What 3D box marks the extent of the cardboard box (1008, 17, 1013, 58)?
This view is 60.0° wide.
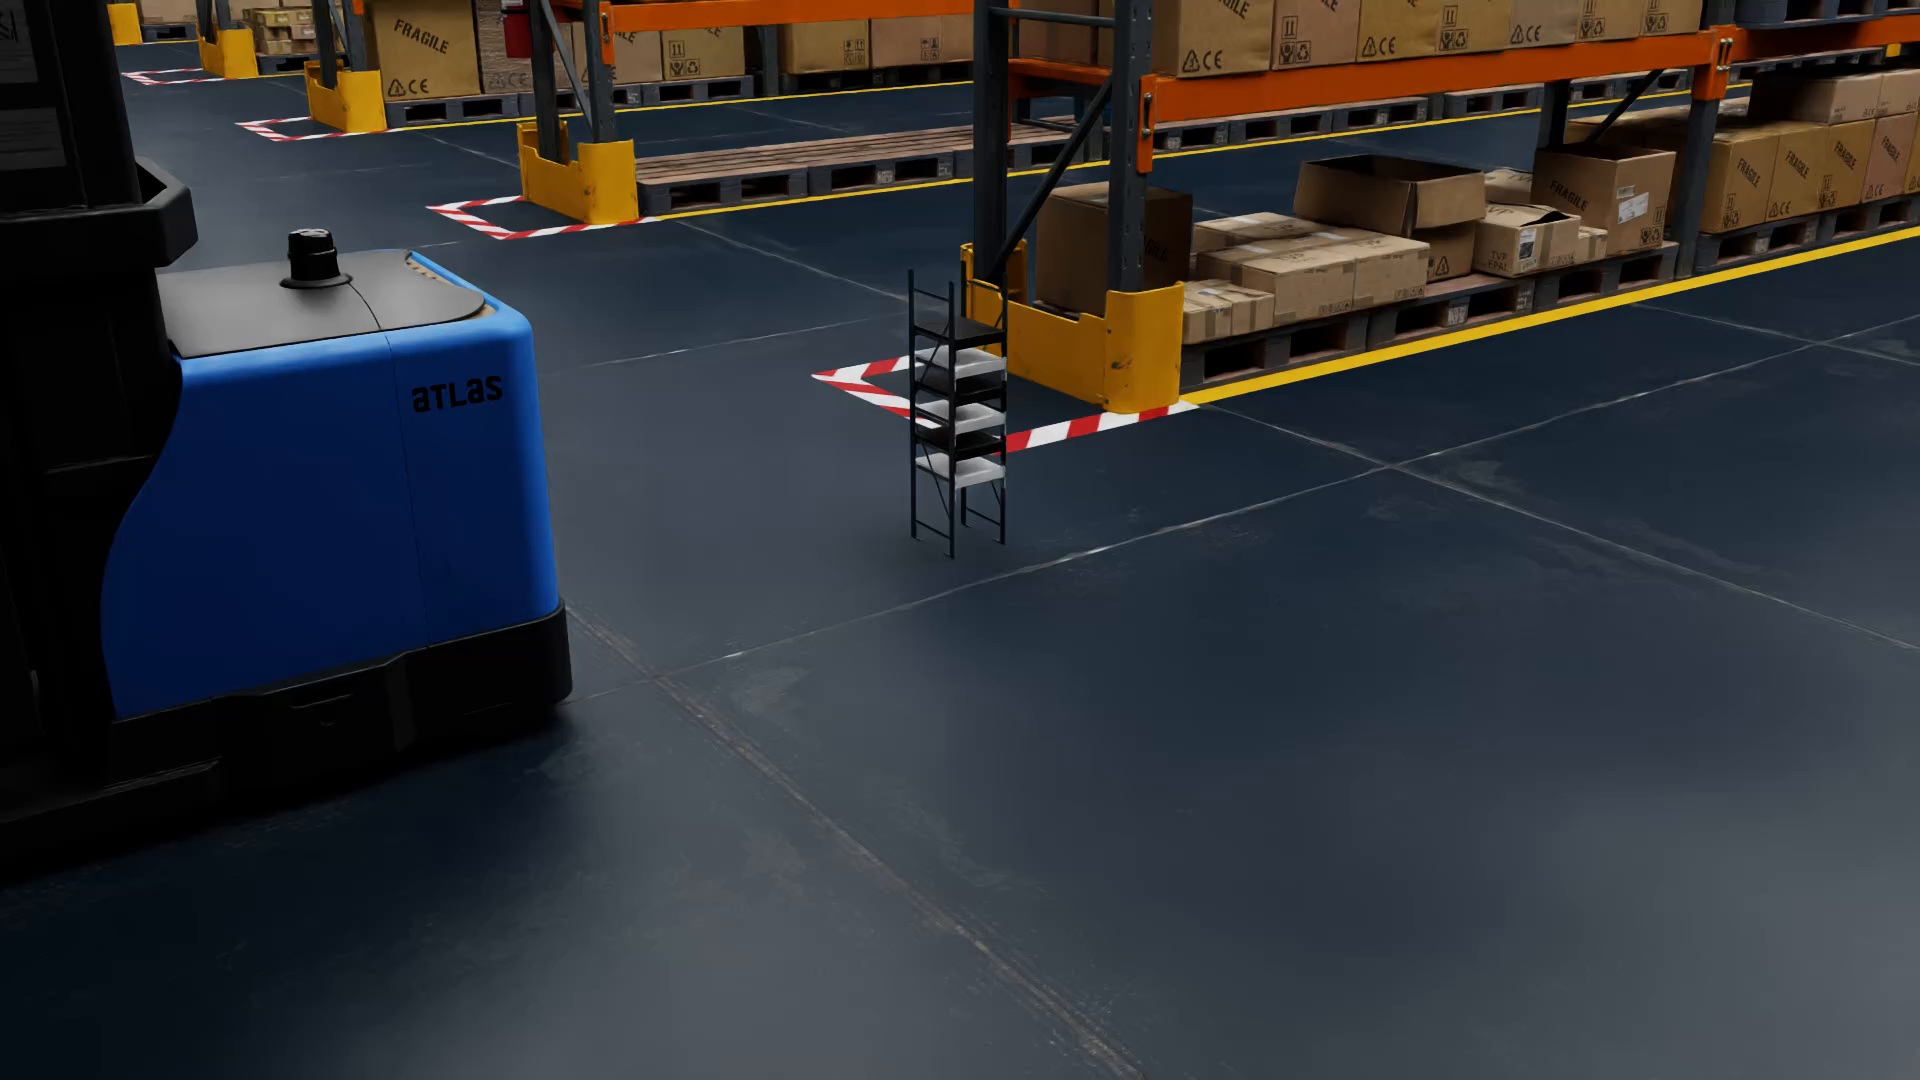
[{"bbox_3d":[0.535,-5.869,18.450,0.875,0.875,1.225,-16,27,-35],"label":"cardboard box"}]

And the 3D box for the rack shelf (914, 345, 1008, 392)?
[{"bbox_3d":[-0.007,-0.552,5.265,0.200,0.077,0.258,-15,26,-33],"label":"rack shelf"}]

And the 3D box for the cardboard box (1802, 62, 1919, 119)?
[{"bbox_3d":[5.396,-2.705,9.989,0.500,0.250,0.500,-16,26,-34],"label":"cardboard box"}]

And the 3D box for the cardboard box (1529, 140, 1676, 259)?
[{"bbox_3d":[3.346,-1.791,8.711,0.500,0.500,0.500,-15,26,-33],"label":"cardboard box"}]

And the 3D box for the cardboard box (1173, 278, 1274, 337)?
[{"bbox_3d":[1.139,-1.021,7.230,0.250,0.166,0.380,-15,26,-33],"label":"cardboard box"}]

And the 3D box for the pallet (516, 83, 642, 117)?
[{"bbox_3d":[-3.794,-4.236,15.821,1.213,0.211,1.003,-15,26,-33],"label":"pallet"}]

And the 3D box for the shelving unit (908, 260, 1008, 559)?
[{"bbox_3d":[-0.007,-0.416,5.319,0.210,0.900,0.258,-15,26,-33],"label":"shelving unit"}]

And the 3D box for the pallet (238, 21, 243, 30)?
[{"bbox_3d":[-9.581,-7.217,23.292,1.213,0.211,1.003,-15,26,-33],"label":"pallet"}]

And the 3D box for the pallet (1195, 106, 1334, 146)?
[{"bbox_3d":[2.395,-3.573,14.158,1.213,0.211,1.003,-15,26,-33],"label":"pallet"}]

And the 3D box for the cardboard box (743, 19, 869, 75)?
[{"bbox_3d":[-1.632,-5.290,17.001,0.875,0.875,1.225,-15,26,-33],"label":"cardboard box"}]

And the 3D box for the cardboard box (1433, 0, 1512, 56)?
[{"bbox_3d":[2.142,-2.483,7.530,0.500,0.500,0.500,-15,26,-32],"label":"cardboard box"}]

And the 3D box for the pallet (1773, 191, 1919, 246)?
[{"bbox_3d":[5.272,-2.114,10.504,1.213,0.211,1.003,-15,26,-33],"label":"pallet"}]

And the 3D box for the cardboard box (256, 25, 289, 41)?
[{"bbox_3d":[-7.626,-5.631,18.434,0.250,0.149,0.380,-14,26,-31],"label":"cardboard box"}]

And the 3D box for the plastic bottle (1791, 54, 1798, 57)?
[{"bbox_3d":[9.039,-5.409,18.078,0.135,0.276,0.152,-15,26,-32],"label":"plastic bottle"}]

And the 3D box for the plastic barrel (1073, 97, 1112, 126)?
[{"bbox_3d":[1.205,-3.781,13.182,0.708,0.901,0.600,-15,26,-33],"label":"plastic barrel"}]

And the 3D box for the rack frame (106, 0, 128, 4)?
[{"bbox_3d":[-11.174,-8.053,21.625,0.127,3.000,1.000,-15,26,-33],"label":"rack frame"}]

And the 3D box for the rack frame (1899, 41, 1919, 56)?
[{"bbox_3d":[6.890,-3.822,11.022,0.127,3.000,1.000,-15,26,-33],"label":"rack frame"}]

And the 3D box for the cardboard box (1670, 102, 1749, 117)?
[{"bbox_3d":[4.689,-2.406,10.251,0.500,0.500,0.500,-15,26,-32],"label":"cardboard box"}]

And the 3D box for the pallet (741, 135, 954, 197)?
[{"bbox_3d":[-0.812,-2.716,12.012,1.213,0.211,1.003,-15,26,-33],"label":"pallet"}]

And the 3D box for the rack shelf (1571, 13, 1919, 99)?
[{"bbox_3d":[5.266,-3.055,10.071,4.000,0.370,1.077,-15,26,-33],"label":"rack shelf"}]

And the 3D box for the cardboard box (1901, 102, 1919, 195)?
[{"bbox_3d":[5.847,-2.481,10.439,0.500,0.500,0.500,-16,27,-35],"label":"cardboard box"}]

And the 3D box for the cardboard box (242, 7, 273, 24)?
[{"bbox_3d":[-7.920,-5.924,18.766,0.250,0.149,0.380,-15,26,-32],"label":"cardboard box"}]

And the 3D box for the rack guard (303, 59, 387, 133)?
[{"bbox_3d":[-5.406,-3.906,14.604,0.348,0.500,1.175,-15,26,-33],"label":"rack guard"}]

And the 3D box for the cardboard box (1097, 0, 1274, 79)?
[{"bbox_3d":[0.910,-2.154,6.706,0.500,0.500,0.500,-14,26,-32],"label":"cardboard box"}]

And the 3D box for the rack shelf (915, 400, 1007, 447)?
[{"bbox_3d":[-0.007,-0.385,5.332,0.200,0.077,0.258,-15,26,-33],"label":"rack shelf"}]

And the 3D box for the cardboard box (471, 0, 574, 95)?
[{"bbox_3d":[-4.175,-4.640,15.370,0.875,0.875,0.875,-15,26,-33],"label":"cardboard box"}]

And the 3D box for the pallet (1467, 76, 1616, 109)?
[{"bbox_3d":[5.641,-4.437,16.324,1.213,0.211,1.003,-15,26,-33],"label":"pallet"}]

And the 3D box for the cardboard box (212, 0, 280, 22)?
[{"bbox_3d":[-9.959,-7.432,22.958,0.875,0.438,0.875,-14,26,-31],"label":"cardboard box"}]

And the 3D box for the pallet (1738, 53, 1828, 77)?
[{"bbox_3d":[8.808,-5.282,18.444,1.213,0.211,1.003,-15,26,-33],"label":"pallet"}]

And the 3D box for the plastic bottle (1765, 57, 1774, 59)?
[{"bbox_3d":[8.643,-5.336,17.796,0.185,0.351,0.144,-15,26,-33],"label":"plastic bottle"}]

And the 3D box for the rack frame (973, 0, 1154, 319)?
[{"bbox_3d":[0.396,-2.091,6.683,0.127,3.000,1.000,-15,26,-33],"label":"rack frame"}]

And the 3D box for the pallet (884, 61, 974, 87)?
[{"bbox_3d":[-0.566,-5.098,17.981,1.213,0.211,1.003,-15,26,-33],"label":"pallet"}]

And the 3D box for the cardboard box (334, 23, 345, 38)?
[{"bbox_3d":[-6.952,-5.776,18.796,0.250,0.149,0.380,-14,26,-31],"label":"cardboard box"}]

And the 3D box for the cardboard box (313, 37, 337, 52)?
[{"bbox_3d":[-7.227,-5.611,18.785,0.250,0.149,0.380,-15,26,-32],"label":"cardboard box"}]

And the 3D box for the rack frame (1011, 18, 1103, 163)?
[{"bbox_3d":[0.753,-4.448,12.589,0.127,3.000,1.000,-15,26,-33],"label":"rack frame"}]

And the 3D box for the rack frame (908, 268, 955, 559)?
[{"bbox_3d":[-0.089,-0.394,5.264,0.006,0.900,0.240,-15,26,-33],"label":"rack frame"}]

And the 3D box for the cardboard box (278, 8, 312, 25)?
[{"bbox_3d":[-7.424,-5.840,18.556,0.250,0.149,0.380,-14,26,-32],"label":"cardboard box"}]

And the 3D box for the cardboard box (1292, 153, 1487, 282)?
[{"bbox_3d":[2.121,-1.593,8.211,0.637,0.503,0.797,-15,26,-33],"label":"cardboard box"}]

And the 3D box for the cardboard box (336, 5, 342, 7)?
[{"bbox_3d":[-7.299,-6.092,19.188,0.250,0.149,0.380,-16,27,-35],"label":"cardboard box"}]

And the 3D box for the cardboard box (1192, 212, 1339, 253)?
[{"bbox_3d":[1.482,-1.406,8.084,0.500,0.250,0.500,-15,26,-33],"label":"cardboard box"}]

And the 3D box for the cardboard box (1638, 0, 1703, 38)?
[{"bbox_3d":[3.387,-2.818,8.369,0.500,0.500,0.500,-14,26,-32],"label":"cardboard box"}]

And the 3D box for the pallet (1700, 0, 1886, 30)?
[{"bbox_3d":[4.355,-3.008,9.239,1.213,0.211,1.003,-15,26,-33],"label":"pallet"}]

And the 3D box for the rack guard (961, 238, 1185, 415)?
[{"bbox_3d":[0.458,-0.946,7.187,0.348,0.500,1.175,-15,26,-33],"label":"rack guard"}]

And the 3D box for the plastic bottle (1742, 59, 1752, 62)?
[{"bbox_3d":[8.298,-5.244,17.565,0.185,0.351,0.144,-16,27,-35],"label":"plastic bottle"}]

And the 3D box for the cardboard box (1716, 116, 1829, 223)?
[{"bbox_3d":[4.604,-2.150,9.610,0.500,0.500,0.500,-14,26,-32],"label":"cardboard box"}]

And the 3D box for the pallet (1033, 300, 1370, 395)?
[{"bbox_3d":[1.104,-0.985,7.674,1.213,0.211,1.003,-15,26,-33],"label":"pallet"}]

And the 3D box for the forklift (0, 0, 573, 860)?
[{"bbox_3d":[-2.518,-0.743,3.396,3.031,2.935,1.130,-14,26,-31],"label":"forklift"}]
